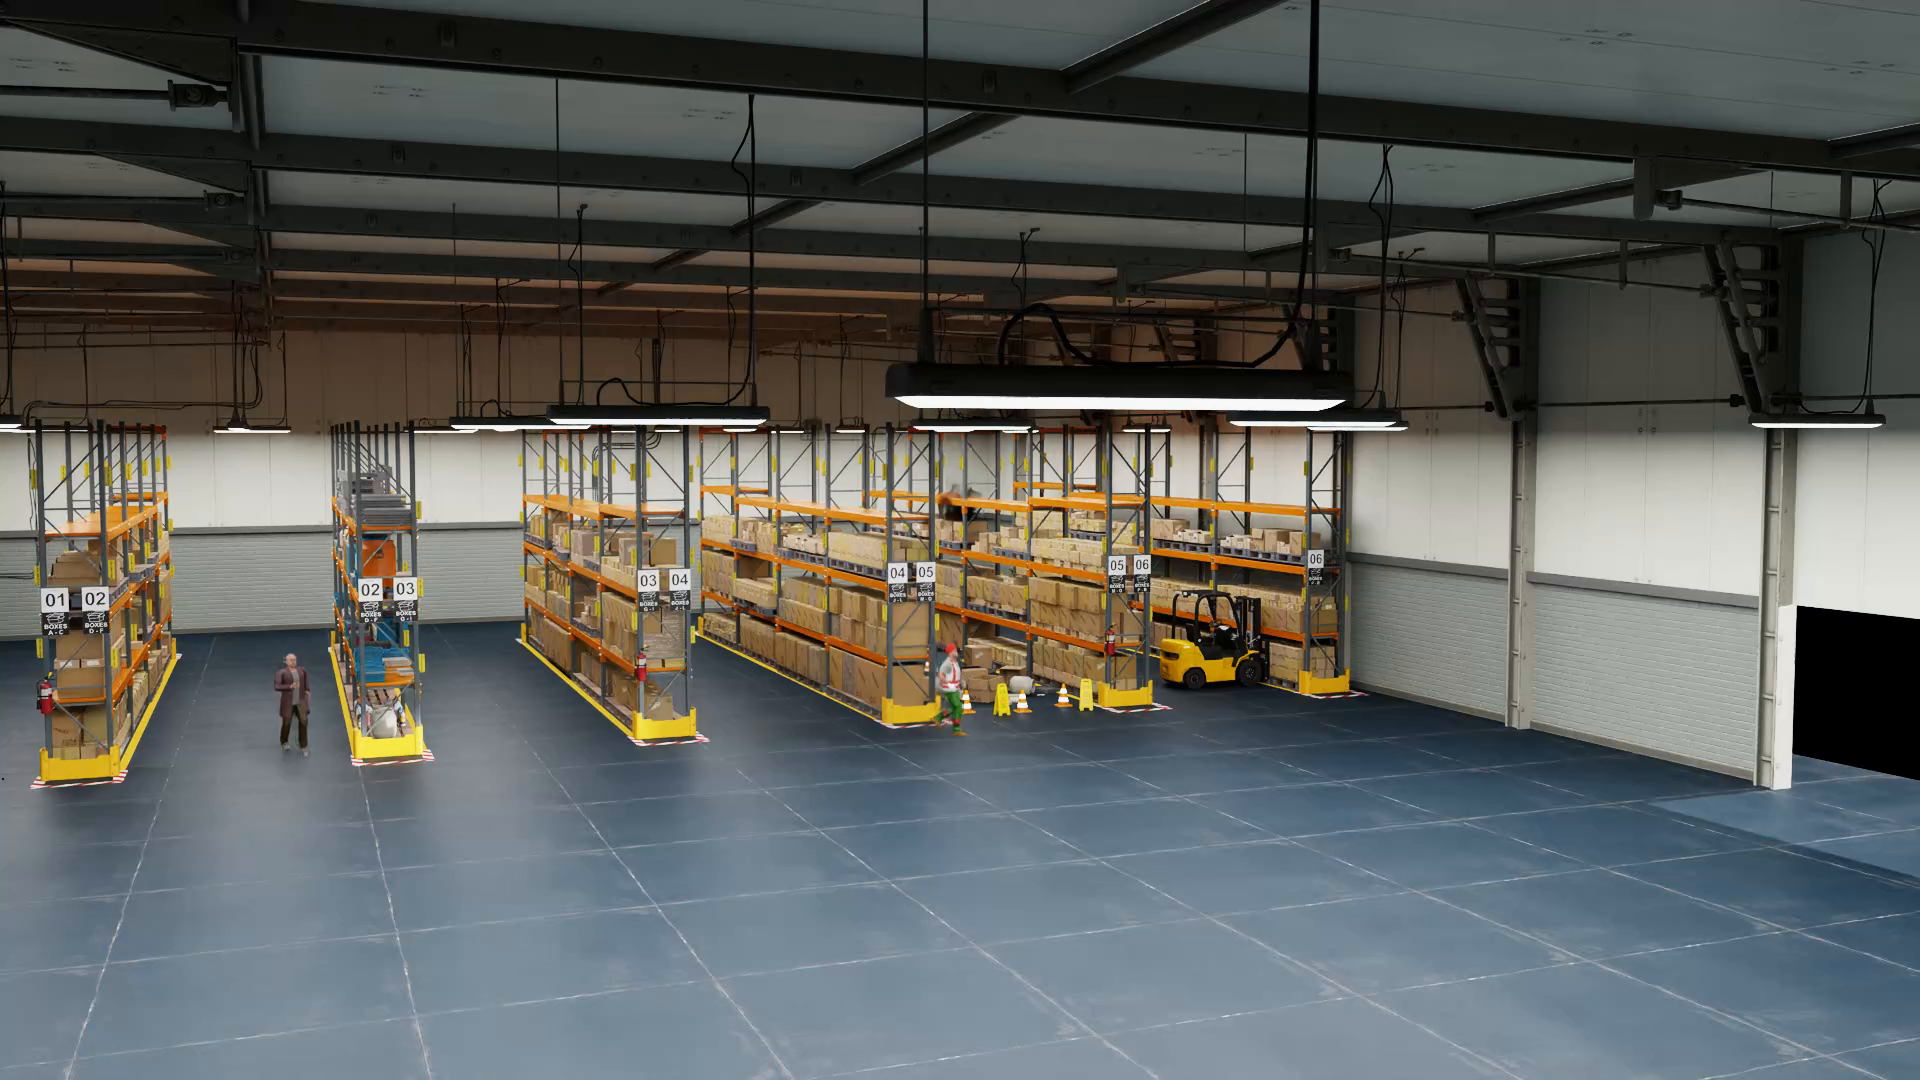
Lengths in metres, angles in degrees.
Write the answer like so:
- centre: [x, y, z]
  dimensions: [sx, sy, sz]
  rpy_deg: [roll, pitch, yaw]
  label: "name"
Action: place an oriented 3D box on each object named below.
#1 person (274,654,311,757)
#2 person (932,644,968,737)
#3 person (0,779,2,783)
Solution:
- centre: [-11.999, 3.005, 29.896]
  dimensions: [0.678, 1.753, 0.870]
  rpy_deg: [-3, 5, -39]
  label: "person"
- centre: [-0.212, 2.865, 31.726]
  dimensions: [0.744, 1.766, 0.682]
  rpy_deg: [1, 4, 16]
  label: "person"
- centre: [-16.206, 3.135, 27.564]
  dimensions: [0.771, 1.787, 0.645]
  rpy_deg: [3, 5, 42]
  label: "person"
